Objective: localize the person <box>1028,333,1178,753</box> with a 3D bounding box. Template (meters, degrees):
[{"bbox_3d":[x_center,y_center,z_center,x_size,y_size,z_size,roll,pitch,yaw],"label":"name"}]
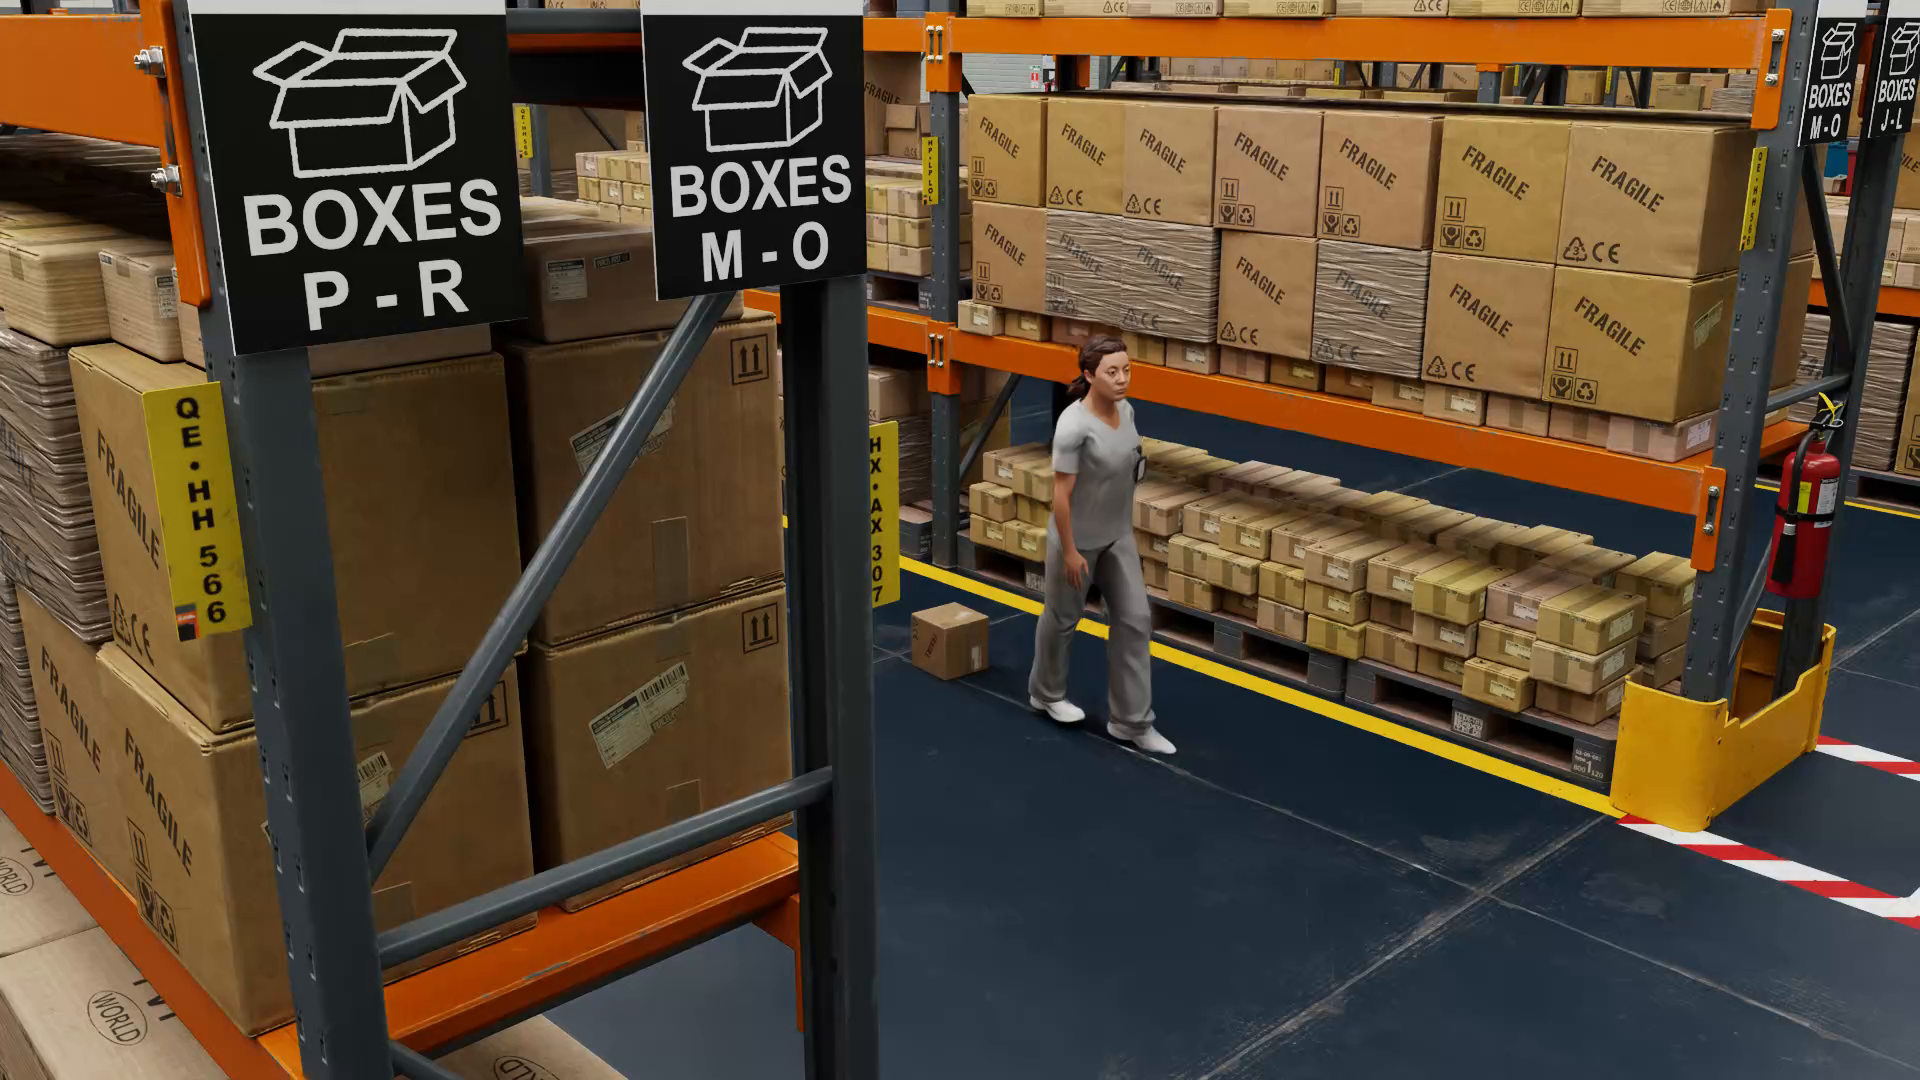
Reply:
[{"bbox_3d":[0.513,0.022,6.544,0.470,1.699,0.685,-13,22,-36],"label":"person"}]
